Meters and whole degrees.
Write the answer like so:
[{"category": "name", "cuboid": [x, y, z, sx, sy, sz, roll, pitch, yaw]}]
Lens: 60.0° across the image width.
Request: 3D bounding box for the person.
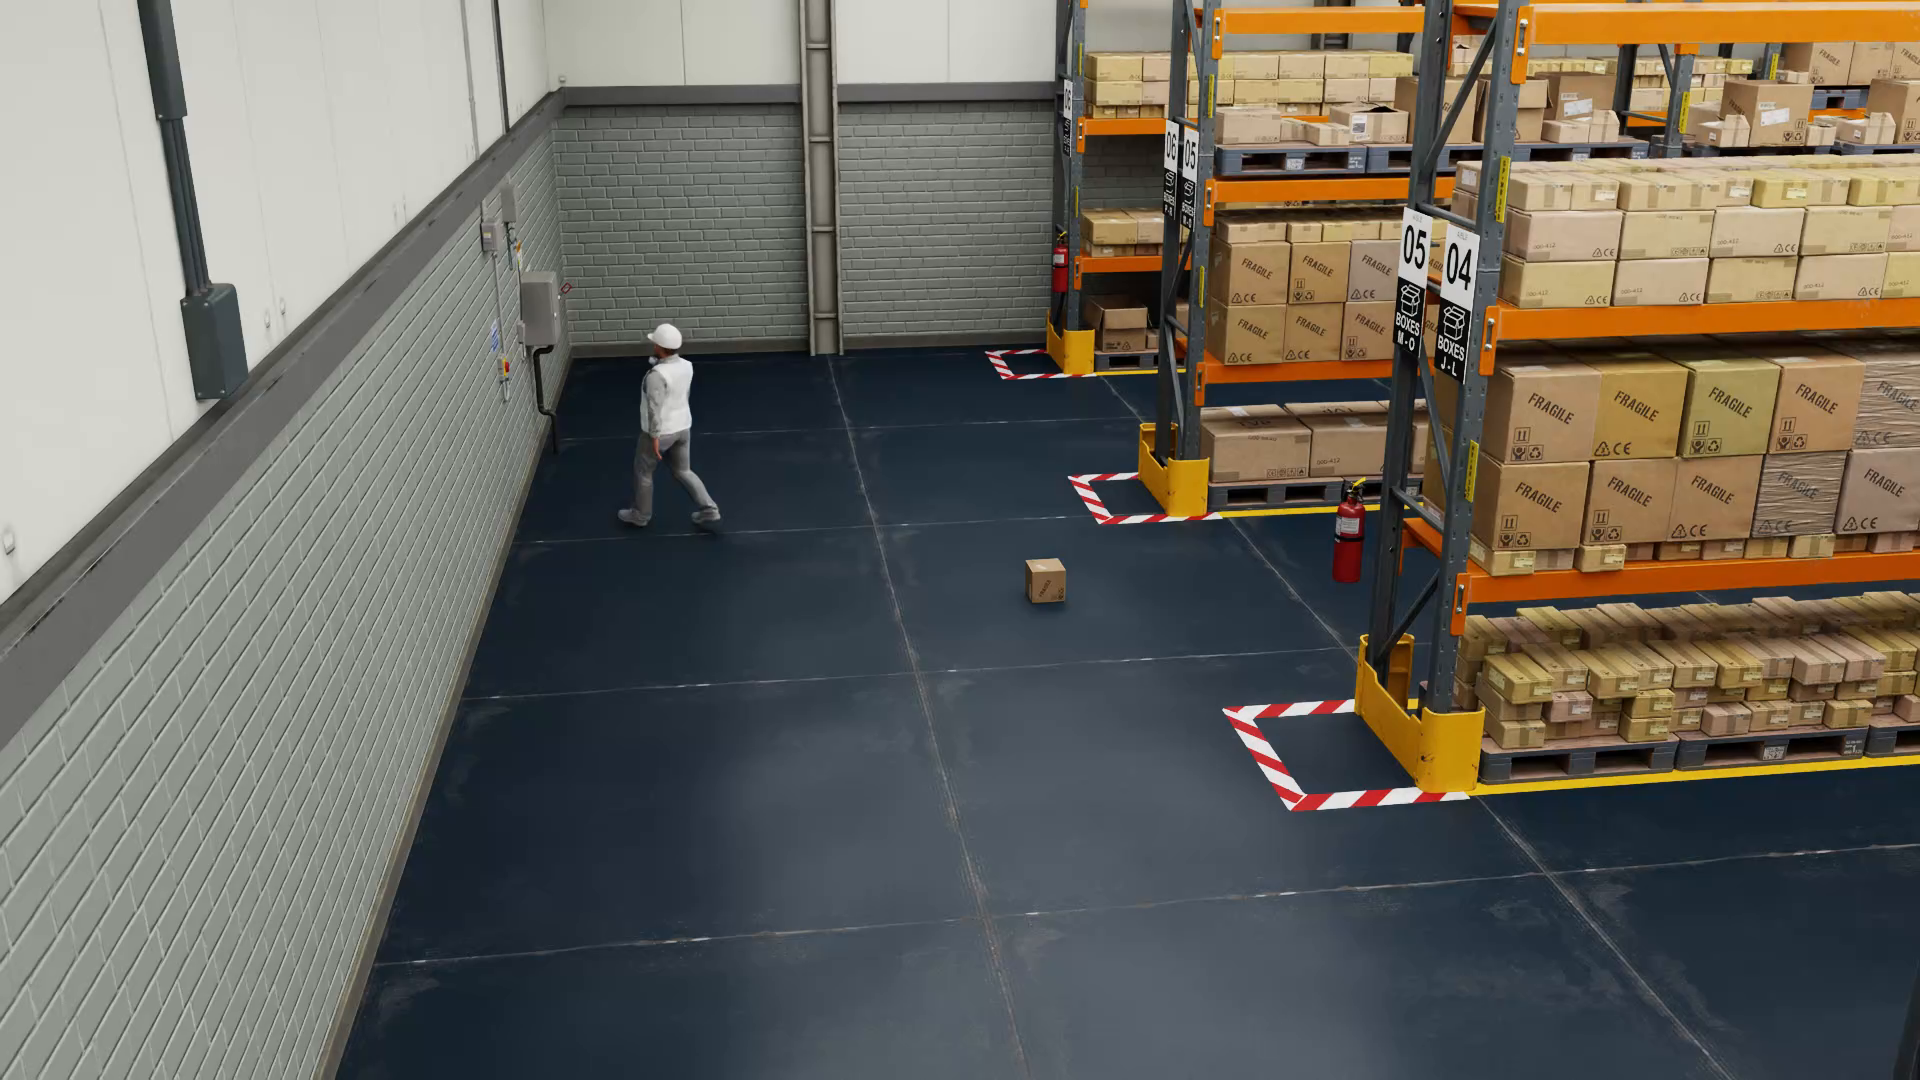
[{"category": "person", "cuboid": [-2.438, -0.932, 13.651, 0.919, 1.736, 0.554, 12, 23, 30]}]
